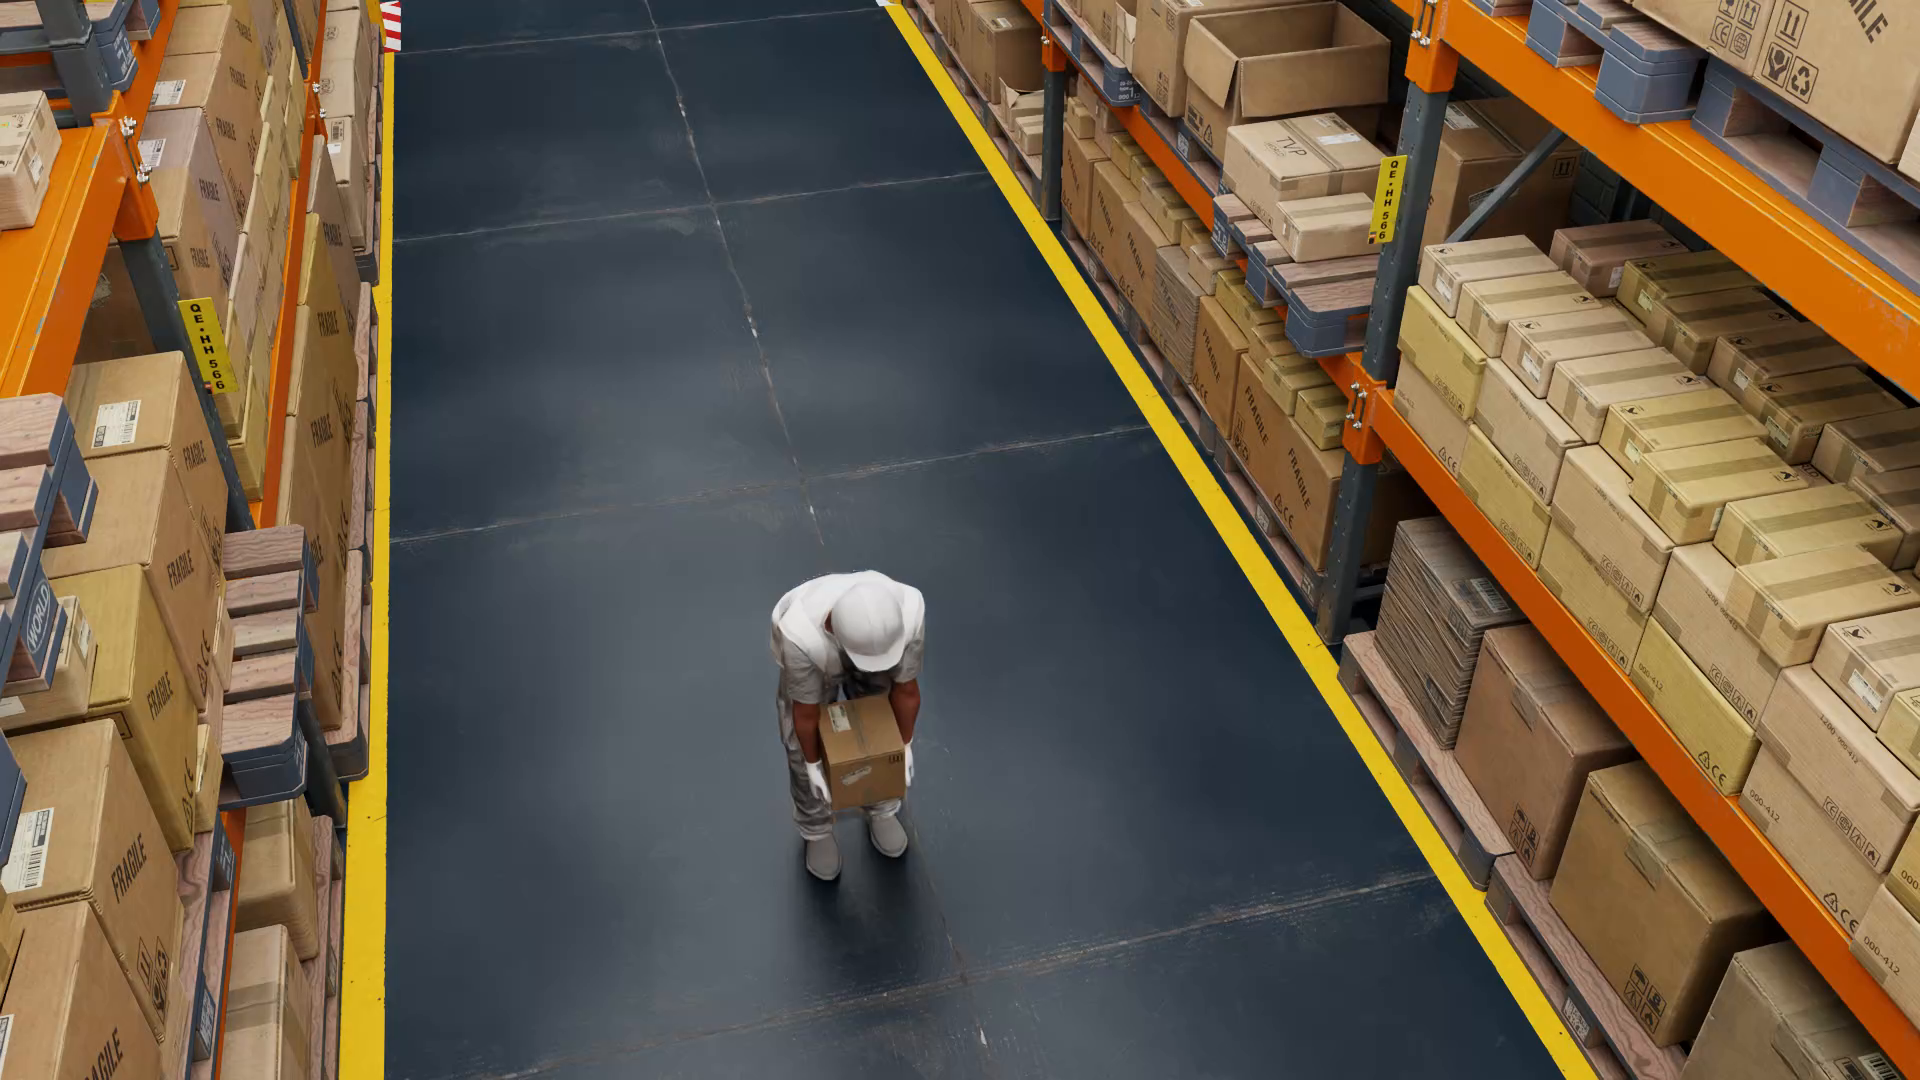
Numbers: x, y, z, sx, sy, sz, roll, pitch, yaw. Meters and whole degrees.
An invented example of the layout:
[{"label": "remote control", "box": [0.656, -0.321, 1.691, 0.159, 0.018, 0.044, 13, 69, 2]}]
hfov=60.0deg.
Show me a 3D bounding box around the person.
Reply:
[{"label": "person", "box": [-0.355, 0.586, 5.575, 0.471, 1.544, 0.823, -10, 39, -13]}]
